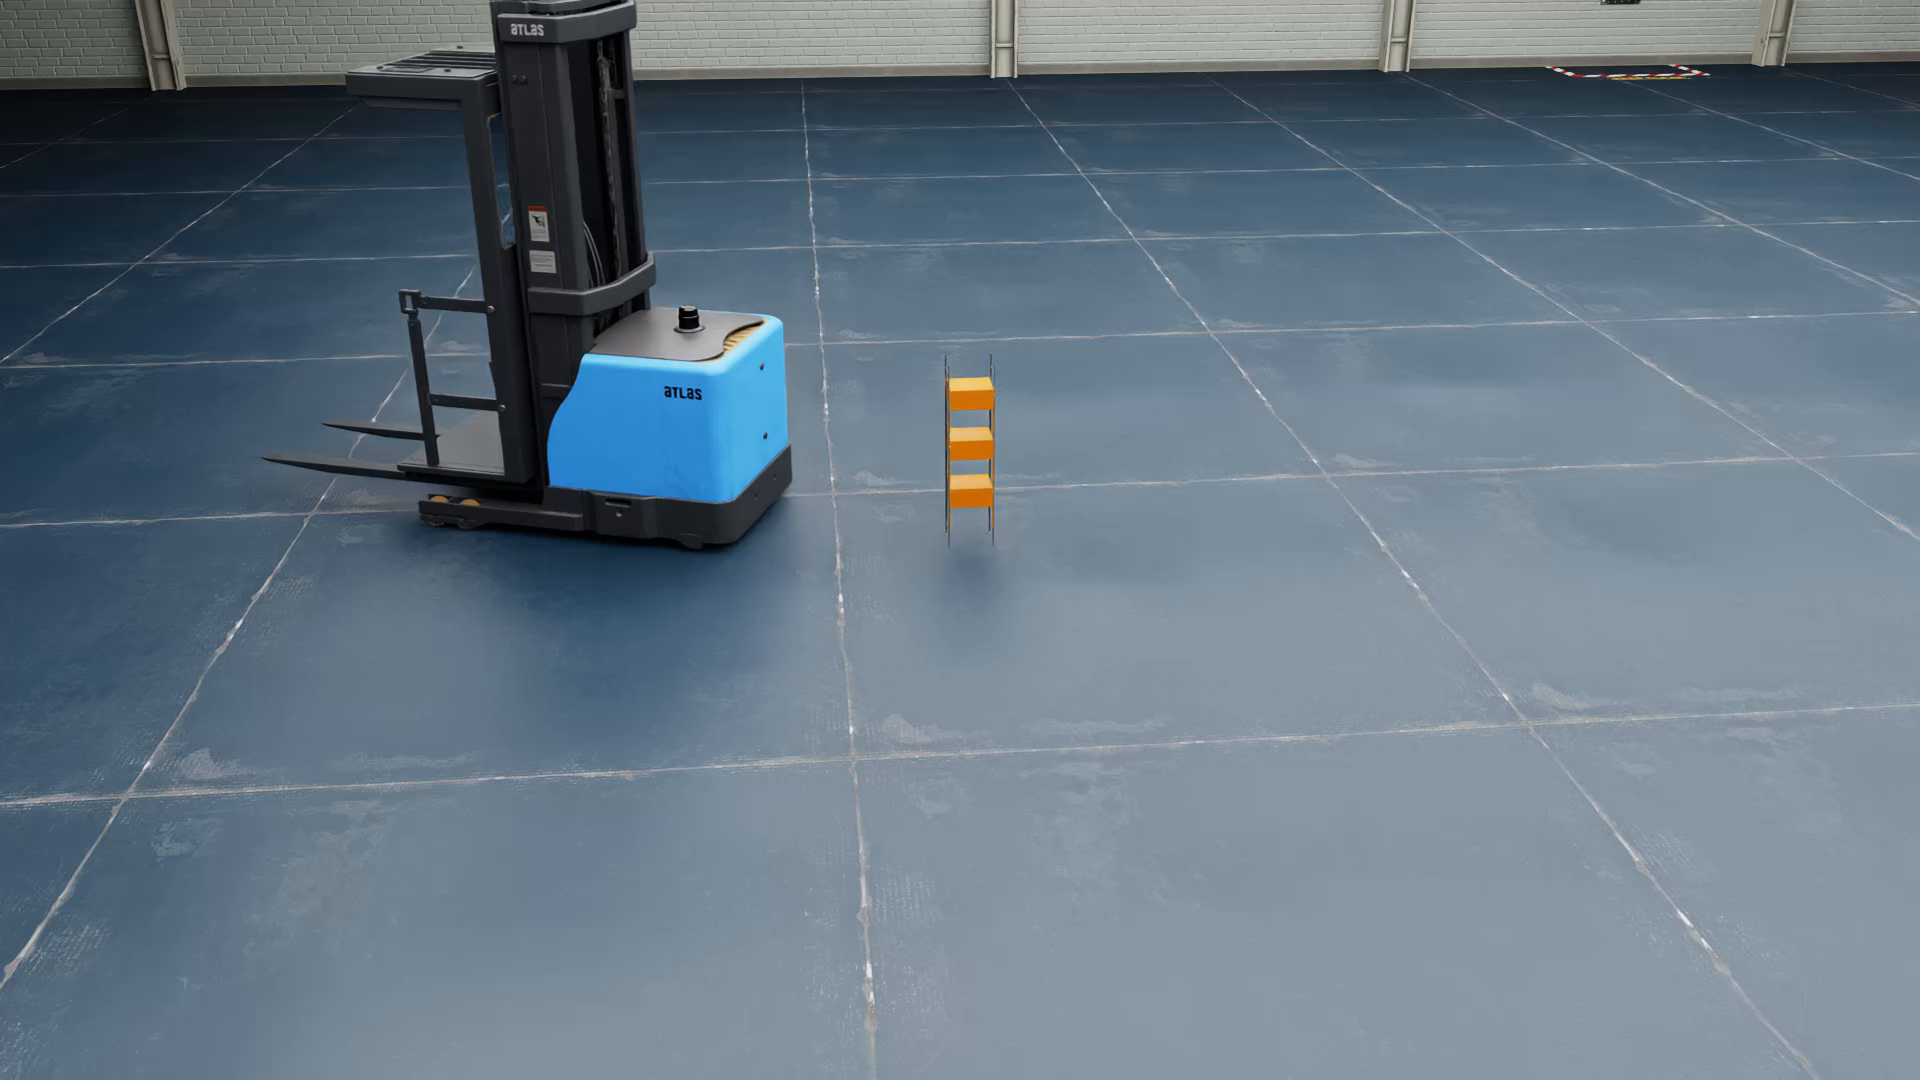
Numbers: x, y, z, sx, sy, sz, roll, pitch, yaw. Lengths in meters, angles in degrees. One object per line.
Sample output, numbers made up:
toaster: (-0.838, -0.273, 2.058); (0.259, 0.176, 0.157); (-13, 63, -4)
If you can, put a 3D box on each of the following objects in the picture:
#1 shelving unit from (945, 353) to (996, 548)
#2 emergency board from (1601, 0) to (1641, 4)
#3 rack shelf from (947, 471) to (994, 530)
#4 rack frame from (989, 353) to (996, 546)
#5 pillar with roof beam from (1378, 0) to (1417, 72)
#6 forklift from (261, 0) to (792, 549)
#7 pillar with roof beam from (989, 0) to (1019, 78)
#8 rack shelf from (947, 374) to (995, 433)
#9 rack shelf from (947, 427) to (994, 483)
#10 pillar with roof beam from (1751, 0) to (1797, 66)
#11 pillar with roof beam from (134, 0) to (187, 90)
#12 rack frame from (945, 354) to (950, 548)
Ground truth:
shelving unit: (0.053, -0.482, 9.042); (0.252, 1.050, 0.215); (-2, 24, -5)
emergency board: (10.112, -8.706, 25.143); (0.626, 1.169, 0.157); (-2, 24, -5)
rack shelf: (0.053, -0.218, 9.159); (0.240, 0.259, 0.215); (-2, 24, -5)
rack frame: (0.175, -0.487, 9.053); (0.008, 1.050, 0.200); (-2, 24, -5)
pillar with roof beam: (7.038, -9.544, 19.642); (0.400, 9.000, 9.100); (-2, 24, -5)
forklift: (-2.568, -1.600, 9.241); (3.031, 2.935, 1.130); (6, 25, 13)
pillar with roof beam: (1.067, -9.304, 19.103); (0.400, 9.000, 9.100); (-2, 24, -5)
rack shelf: (0.053, -0.732, 8.931); (0.240, 0.259, 0.215); (-2, 24, -5)
rack shelf: (0.053, -0.472, 9.046); (0.240, 0.259, 0.215); (-2, 24, -5)
pillar with roof beam: (13.009, -9.783, 20.181); (0.400, 9.000, 9.100); (-2, 24, -5)
pillar with roof beam: (-10.875, -8.825, 18.026); (0.400, 9.000, 9.100); (-2, 24, -5)
rack frame: (-0.068, -0.477, 9.031); (0.008, 1.050, 0.200); (-2, 24, -5)
